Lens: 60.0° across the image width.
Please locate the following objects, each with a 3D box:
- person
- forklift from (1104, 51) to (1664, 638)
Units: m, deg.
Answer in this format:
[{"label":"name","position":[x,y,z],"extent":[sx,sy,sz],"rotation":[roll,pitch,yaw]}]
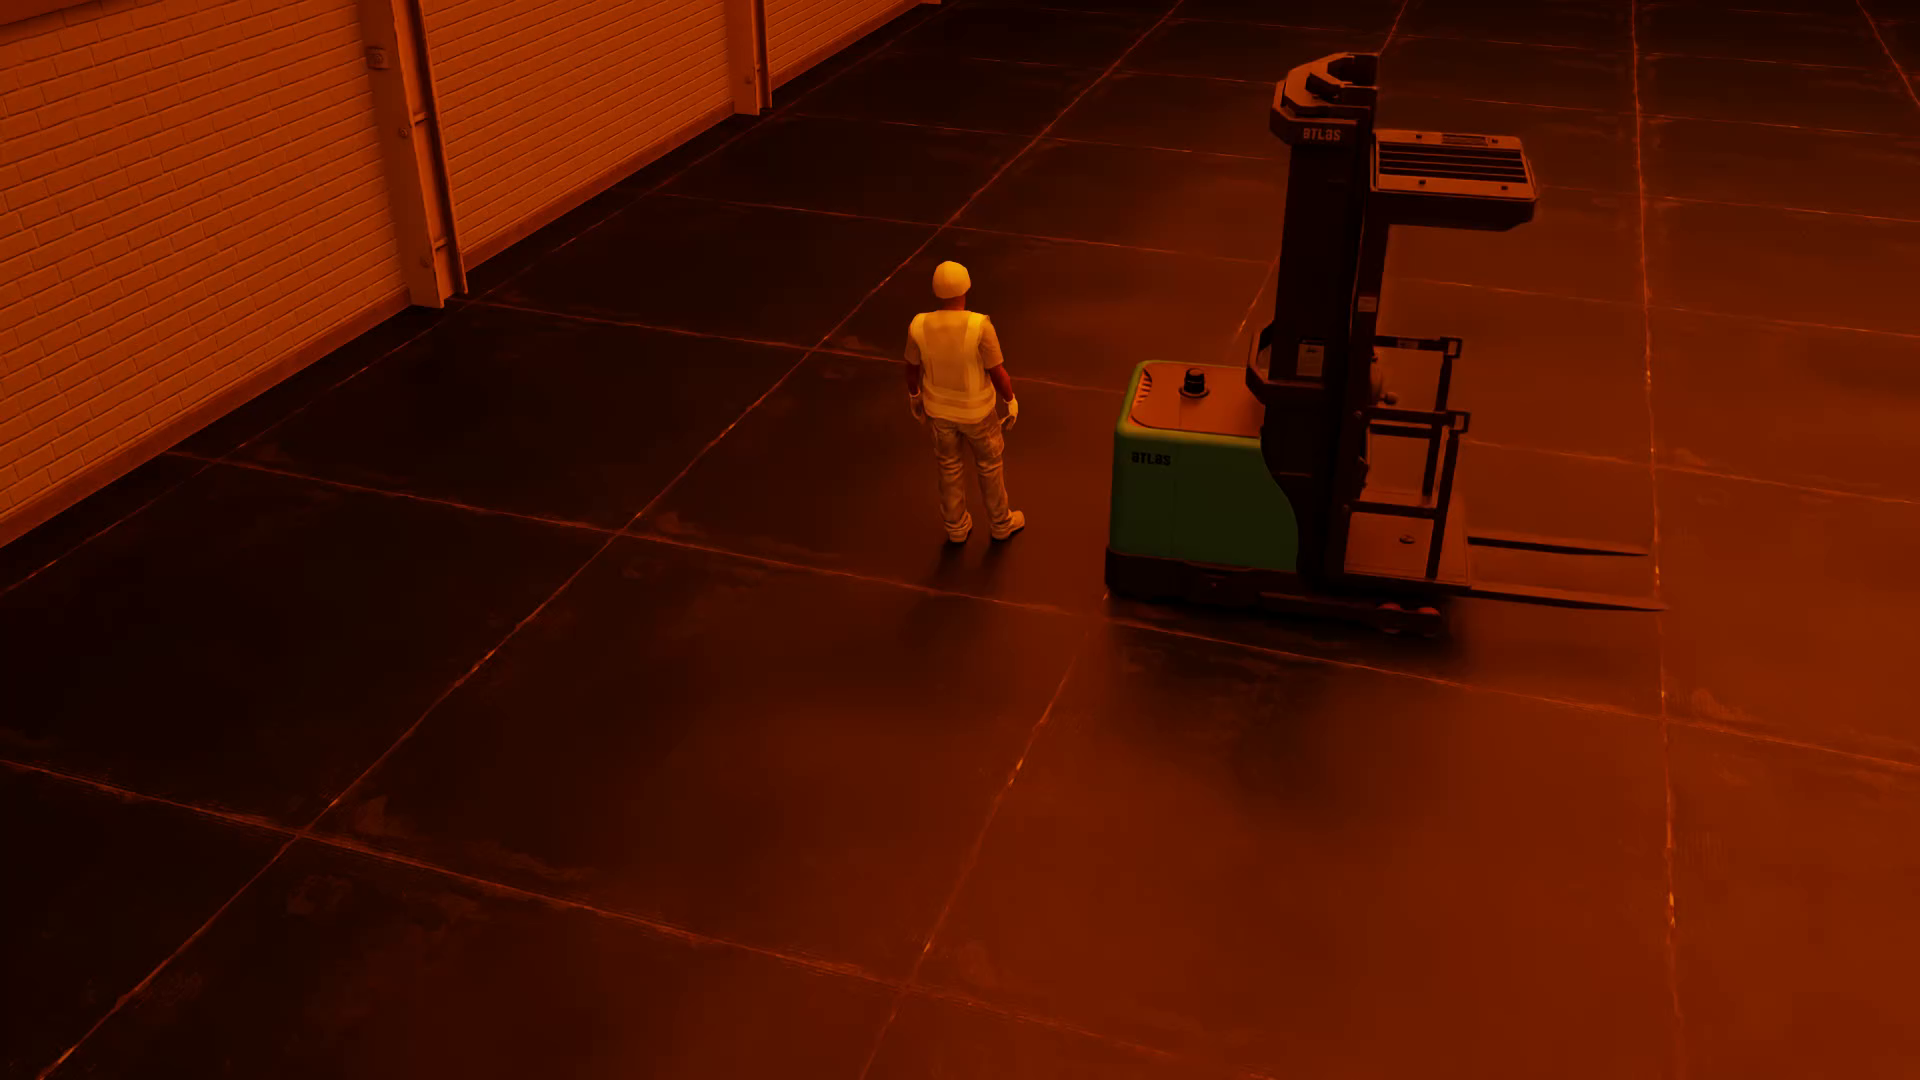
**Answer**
[{"label":"person","position":[0.032,-0.813,9.707],"extent":[0.656,1.782,0.577],"rotation":[10,31,16]},{"label":"forklift","position":[2.401,-1.026,8.936],"extent":[3.031,2.935,1.130],"rotation":[6,30,11]}]
